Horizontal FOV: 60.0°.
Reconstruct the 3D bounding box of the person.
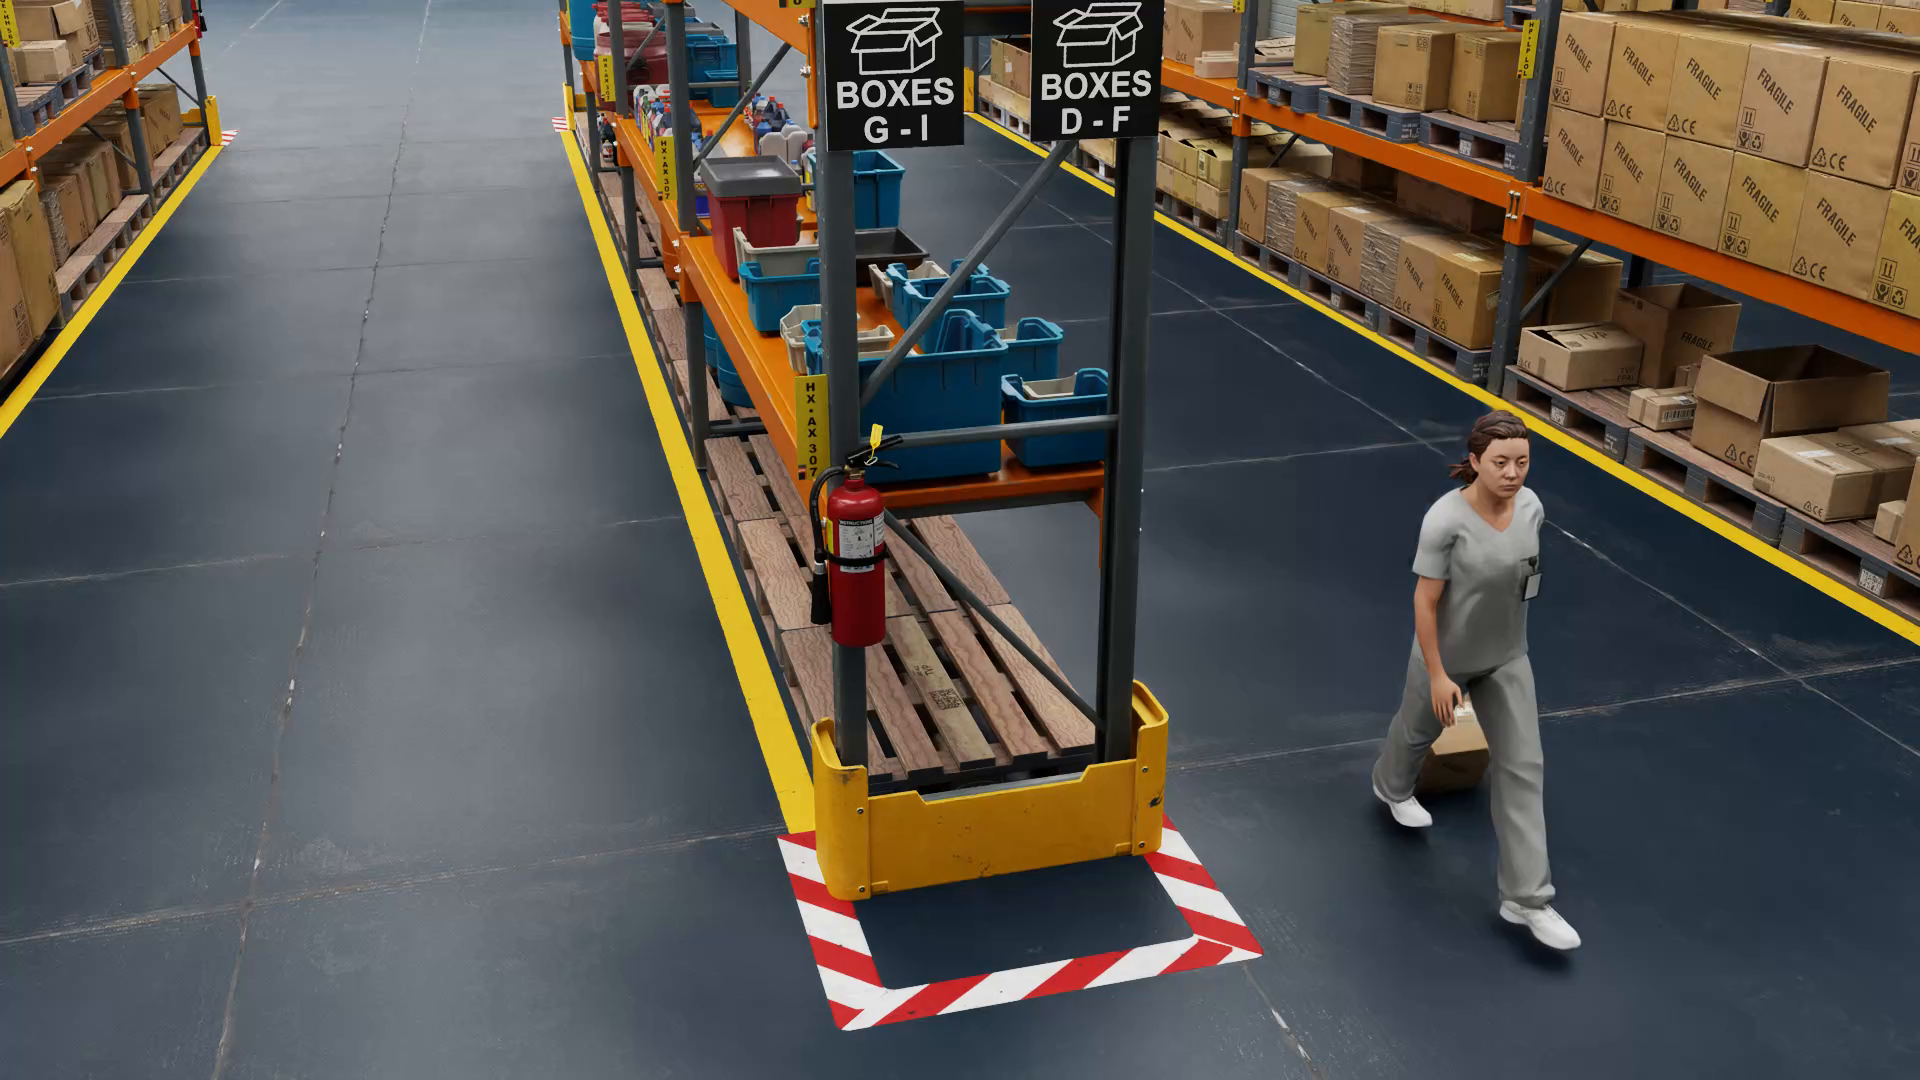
[{"bbox_3d":[1.611,0.370,5.218,0.453,1.597,1.053,-4,23,-9],"label":"person"}]
